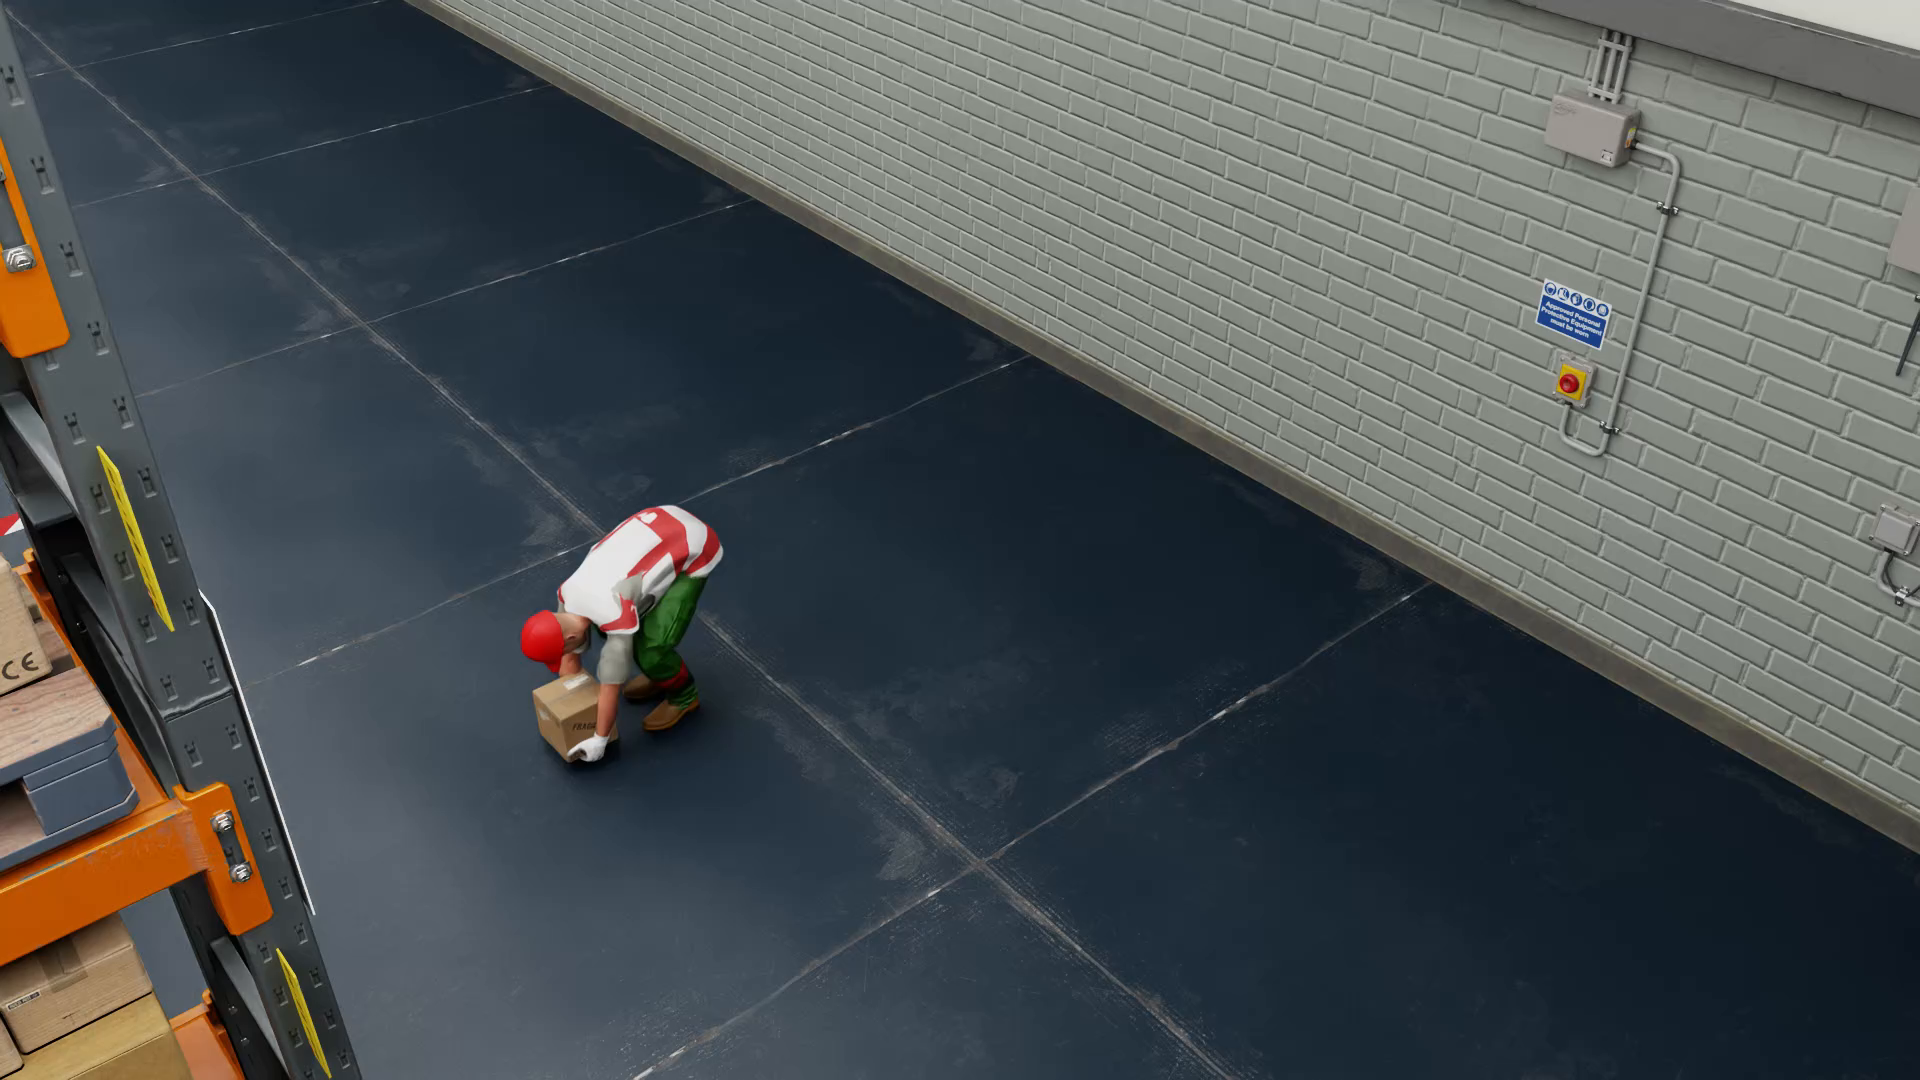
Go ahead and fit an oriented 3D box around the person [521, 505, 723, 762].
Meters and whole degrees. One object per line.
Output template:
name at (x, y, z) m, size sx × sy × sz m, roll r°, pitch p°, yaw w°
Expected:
person at (-1.450, 0.400, 7.199) m, size 0.948 × 0.970 × 0.522 m, roll -28°, pitch 44°, yaw -34°
